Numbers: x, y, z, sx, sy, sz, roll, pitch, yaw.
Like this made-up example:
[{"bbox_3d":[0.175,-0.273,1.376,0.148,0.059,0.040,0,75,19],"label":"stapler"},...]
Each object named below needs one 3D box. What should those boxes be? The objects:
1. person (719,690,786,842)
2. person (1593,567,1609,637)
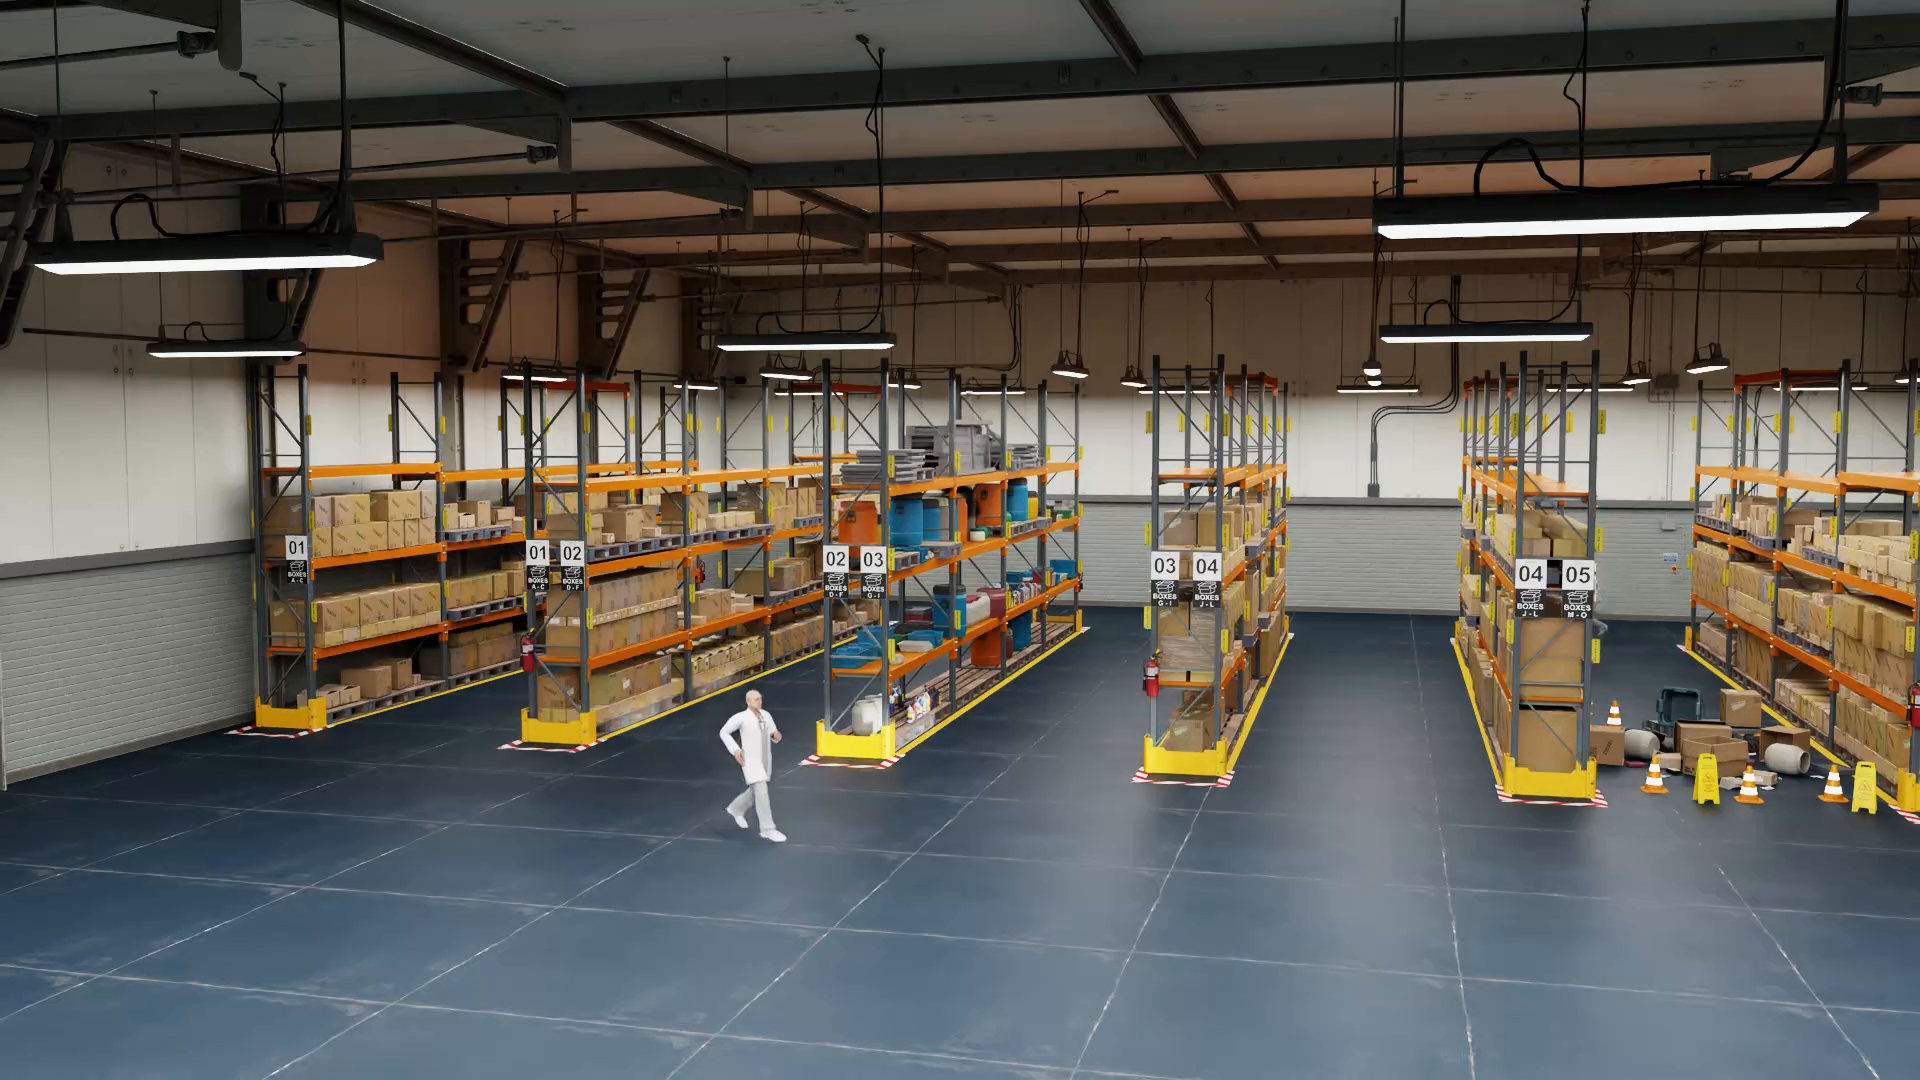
[{"bbox_3d":[-2.480,2.696,20.134,1.063,1.765,0.703,3,5,35],"label":"person"},{"bbox_3d":[14.655,1.461,38.689,0.834,1.779,0.654,2,4,21],"label":"person"}]
